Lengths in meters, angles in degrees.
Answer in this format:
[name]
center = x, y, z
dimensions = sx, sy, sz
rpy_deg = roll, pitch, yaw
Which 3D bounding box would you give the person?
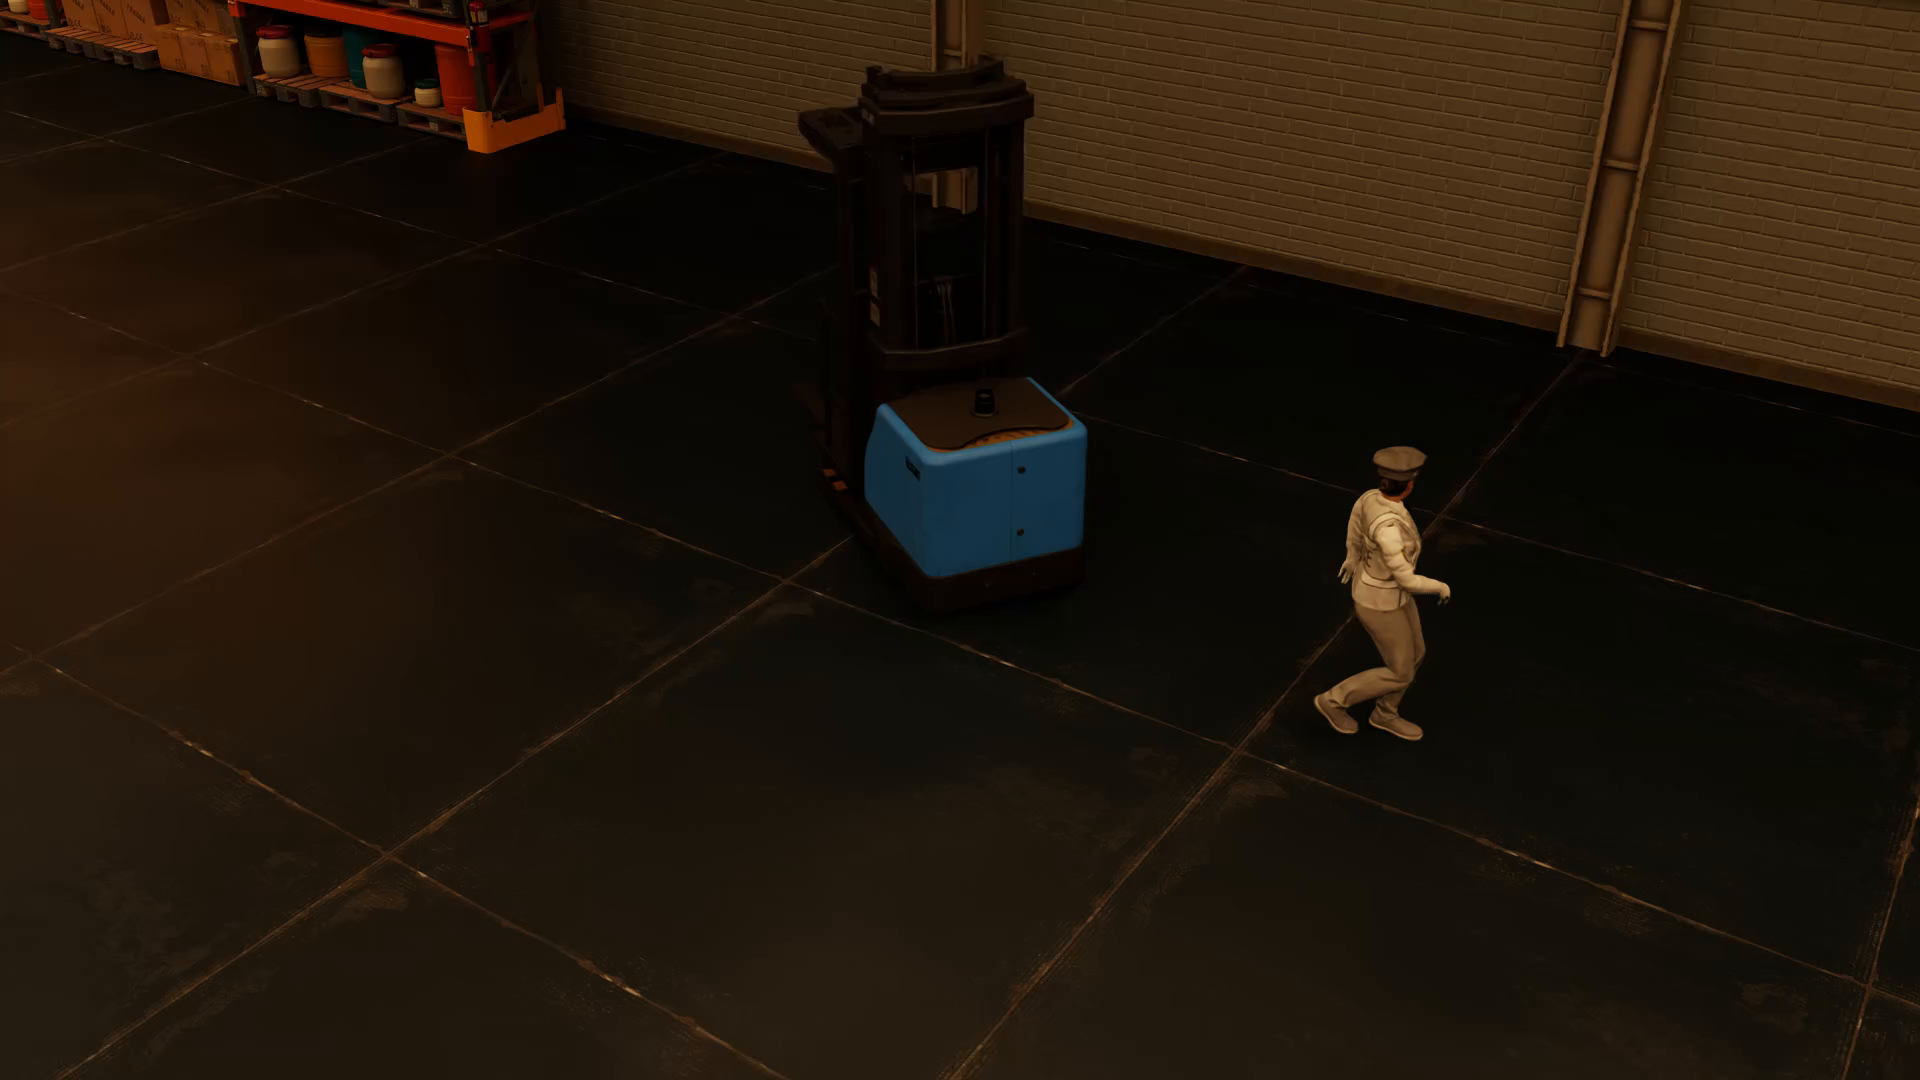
[person]
center = 2.172, 0.280, 8.428
dimensions = 0.593, 1.612, 0.620
rpy_deg = 8, 31, 14

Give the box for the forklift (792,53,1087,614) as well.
[forklift]
center = -0.301, -1.564, 10.274
dimensions = 1.130, 2.935, 3.031
rpy_deg = -12, 32, -20
